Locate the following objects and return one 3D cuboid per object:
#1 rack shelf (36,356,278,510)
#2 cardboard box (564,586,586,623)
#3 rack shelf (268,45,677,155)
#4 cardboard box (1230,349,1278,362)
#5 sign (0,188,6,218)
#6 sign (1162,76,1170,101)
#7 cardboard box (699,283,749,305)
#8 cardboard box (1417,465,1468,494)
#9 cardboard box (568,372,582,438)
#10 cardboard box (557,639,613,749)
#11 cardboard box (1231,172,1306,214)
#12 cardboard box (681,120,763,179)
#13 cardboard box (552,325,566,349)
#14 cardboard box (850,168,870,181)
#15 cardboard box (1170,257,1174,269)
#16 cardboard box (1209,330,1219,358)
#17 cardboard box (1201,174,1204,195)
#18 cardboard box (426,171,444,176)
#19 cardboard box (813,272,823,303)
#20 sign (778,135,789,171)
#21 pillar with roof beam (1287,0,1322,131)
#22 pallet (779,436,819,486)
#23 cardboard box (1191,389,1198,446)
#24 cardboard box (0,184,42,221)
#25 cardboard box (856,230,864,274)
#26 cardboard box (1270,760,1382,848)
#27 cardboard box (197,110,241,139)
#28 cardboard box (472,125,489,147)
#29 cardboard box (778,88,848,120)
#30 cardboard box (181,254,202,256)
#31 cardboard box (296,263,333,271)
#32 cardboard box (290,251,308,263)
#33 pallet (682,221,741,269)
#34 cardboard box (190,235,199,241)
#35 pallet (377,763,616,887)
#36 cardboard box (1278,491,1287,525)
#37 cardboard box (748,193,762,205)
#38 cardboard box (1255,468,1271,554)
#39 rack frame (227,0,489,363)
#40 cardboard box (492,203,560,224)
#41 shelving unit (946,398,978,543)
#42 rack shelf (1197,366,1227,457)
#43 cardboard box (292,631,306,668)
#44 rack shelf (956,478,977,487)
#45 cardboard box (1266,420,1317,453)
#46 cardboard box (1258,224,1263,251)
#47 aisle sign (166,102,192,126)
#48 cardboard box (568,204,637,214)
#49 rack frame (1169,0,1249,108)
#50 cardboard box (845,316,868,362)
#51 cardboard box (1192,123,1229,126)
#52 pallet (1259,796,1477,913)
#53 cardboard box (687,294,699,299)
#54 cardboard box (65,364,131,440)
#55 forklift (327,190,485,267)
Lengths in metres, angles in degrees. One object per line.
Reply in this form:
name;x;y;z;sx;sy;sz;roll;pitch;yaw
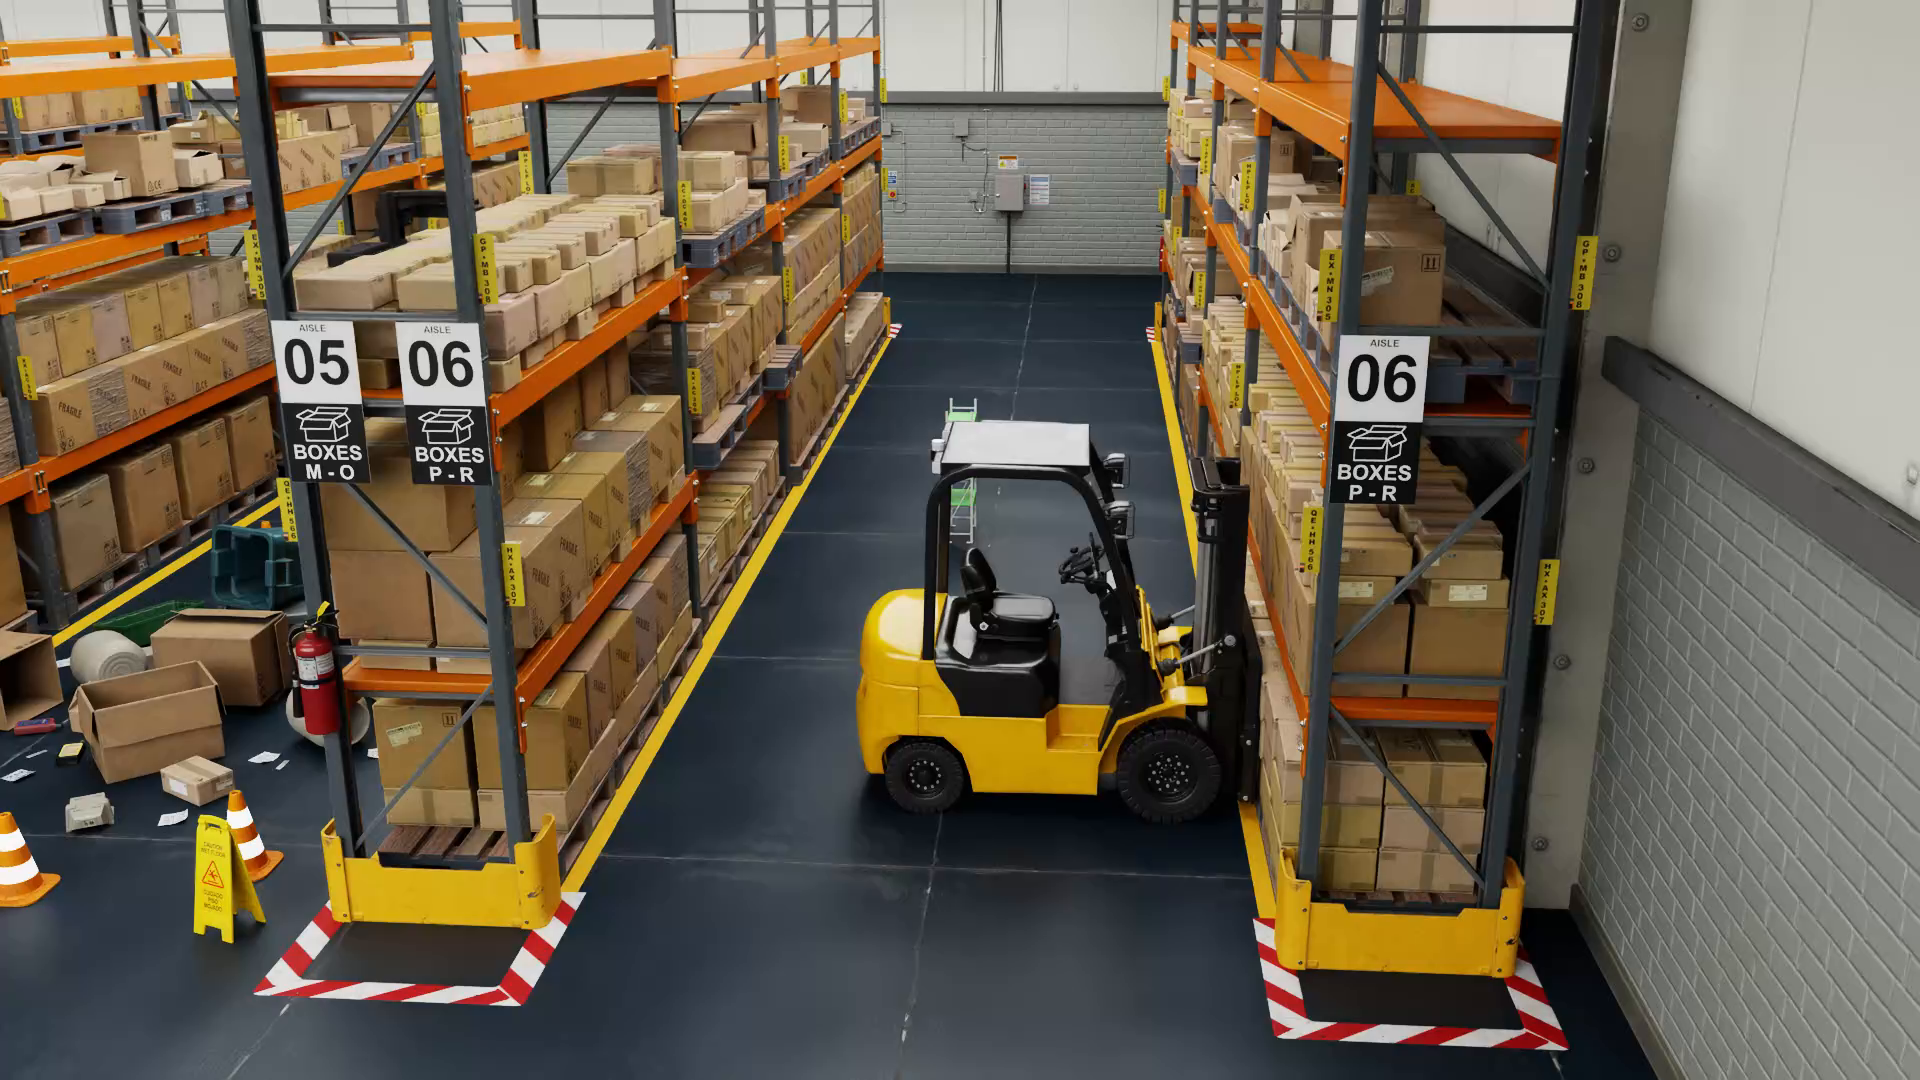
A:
rack shelf;-7.260;-1.030;14.404;1.077;0.370;4.000;1;18;4
cardboard box;-2.347;0.352;9.434;0.380;0.149;0.250;2;18;5
rack shelf;-2.603;-2.558;9.437;1.077;0.370;4.000;1;18;4
cardboard box;2.357;-1.426;13.256;0.380;0.149;0.250;1;18;4
sign;-6.850;-2.447;11.800;0.100;0.325;0.005;1;18;4
sign;2.811;-6.142;22.628;0.100;0.325;0.005;1;18;4
cardboard box;-2.008;-2.096;14.148;0.380;0.149;0.250;0;18;1
cardboard box;2.643;-0.317;9.394;0.380;0.149;0.250;1;18;3
cardboard box;-2.828;-0.890;10.578;0.700;0.500;0.500;1;18;3
cardboard box;-2.378;0.907;9.874;0.500;0.500;0.500;1;18;2
cardboard box;2.356;-2.661;12.716;0.500;0.311;0.500;1;18;2
cardboard box;-2.296;-3.708;15.765;0.797;0.503;0.637;0;18;1
cardboard box;-2.407;-1.156;9.220;0.380;0.149;0.250;1;18;2
cardboard box;-1.413;-4.875;22.174;0.380;0.149;0.250;2;18;5
cardboard box;2.915;-3.592;21.472;0.380;0.149;0.250;2;18;5
cardboard box;2.466;-1.683;14.679;0.500;0.250;0.500;2;18;6
cardboard box;2.609;-3.479;16.147;0.500;0.250;0.500;1;18;4
cardboard box;-6.963;-4.532;21.692;0.500;0.500;0.500;1;18;2
cardboard box;-1.754;-2.704;17.796;0.500;0.250;0.500;2;18;5
sign;-1.631;-3.572;15.360;0.100;0.325;0.005;1;18;4
pillar with roof beam;-0.280;-6.189;19.361;9.100;9.000;0.400;1;18;4
pallet;-2.041;-0.832;17.122;1.003;0.211;1.213;1;18;4
cardboard box;2.676;-1.270;17.321;0.500;0.500;0.500;2;18;6
cardboard box;-7.111;-2.541;12.424;0.258;0.266;0.396;1;18;3
cardboard box;-1.509;-3.654;21.097;0.500;0.500;0.500;1;18;4
cardboard box;1.928;1.392;8.796;0.500;0.250;0.500;1;18;3
cardboard box;-7.325;-4.121;16.474;0.396;0.266;0.258;1;18;4
cardboard box;-6.409;-5.206;21.419;0.500;0.250;0.500;2;18;6
cardboard box;-1.821;-5.297;20.454;0.797;0.503;0.637;3;18;8
cardboard box;-11.450;-3.609;23.857;0.875;0.875;0.875;1;18;4
cardboard box;-6.815;-2.821;17.488;0.380;0.149;0.250;2;18;6
cardboard box;-7.409;-3.084;18.292;0.380;0.149;0.250;2;18;6
pallet;-2.309;-2.197;12.295;1.213;0.211;1.003;1;18;4
cardboard box;-11.181;-4.382;23.883;0.380;0.149;0.250;2;18;5
pallet;-2.647;1.621;9.637;1.003;0.211;1.213;1;18;4
cardboard box;2.018;-0.188;9.477;0.380;0.149;0.250;1;18;4
cardboard box;-1.995;-3.040;14.969;0.380;0.149;0.250;1;18;4
cardboard box;2.144;-0.158;10.427;0.500;0.500;0.500;1;18;3
rack frame;-2.746;-2.280;7.429;1.000;3.000;0.127;1;18;4
cardboard box;-2.825;-2.103;10.828;0.380;0.149;0.250;1;18;2
shelving unit;0.012;-0.622;14.893;0.258;1.200;0.503;1;18;4
rack shelf;2.635;-0.841;13.828;1.077;0.370;4.000;1;18;4
cardboard box;-4.658;0.833;11.955;0.258;0.266;0.396;-13;22;-34
rack shelf;0.012;-0.561;14.913;0.258;0.148;0.480;1;18;4
cardboard box;2.123;-0.645;10.394;0.380;0.149;0.250;1;18;3
cardboard box;2.157;-1.982;10.907;0.380;0.149;0.250;2;18;5
aisle sign;-11.179;-5.871;23.847;0.394;0.787;0.004;1;18;4
cardboard box;-2.314;-2.092;10.795;0.380;0.149;0.250;2;18;5
rack frame;3.352;-7.140;22.260;1.000;3.000;0.127;1;18;4
cardboard box;-1.670;-2.609;21.507;0.875;0.438;0.875;1;18;2
cardboard box;2.646;-4.334;17.607;0.380;0.149;0.250;2;18;5
pallet;2.218;1.767;9.191;1.003;0.211;1.213;1;18;4
cardboard box;-2.497;-1.840;14.410;0.500;0.500;0.500;2;18;5
cardboard box;-7.062;-1.112;13.339;0.500;0.500;0.500;1;18;4
forklift;-4.968;-1.648;15.247;1.130;2.935;3.031;2;18;7
